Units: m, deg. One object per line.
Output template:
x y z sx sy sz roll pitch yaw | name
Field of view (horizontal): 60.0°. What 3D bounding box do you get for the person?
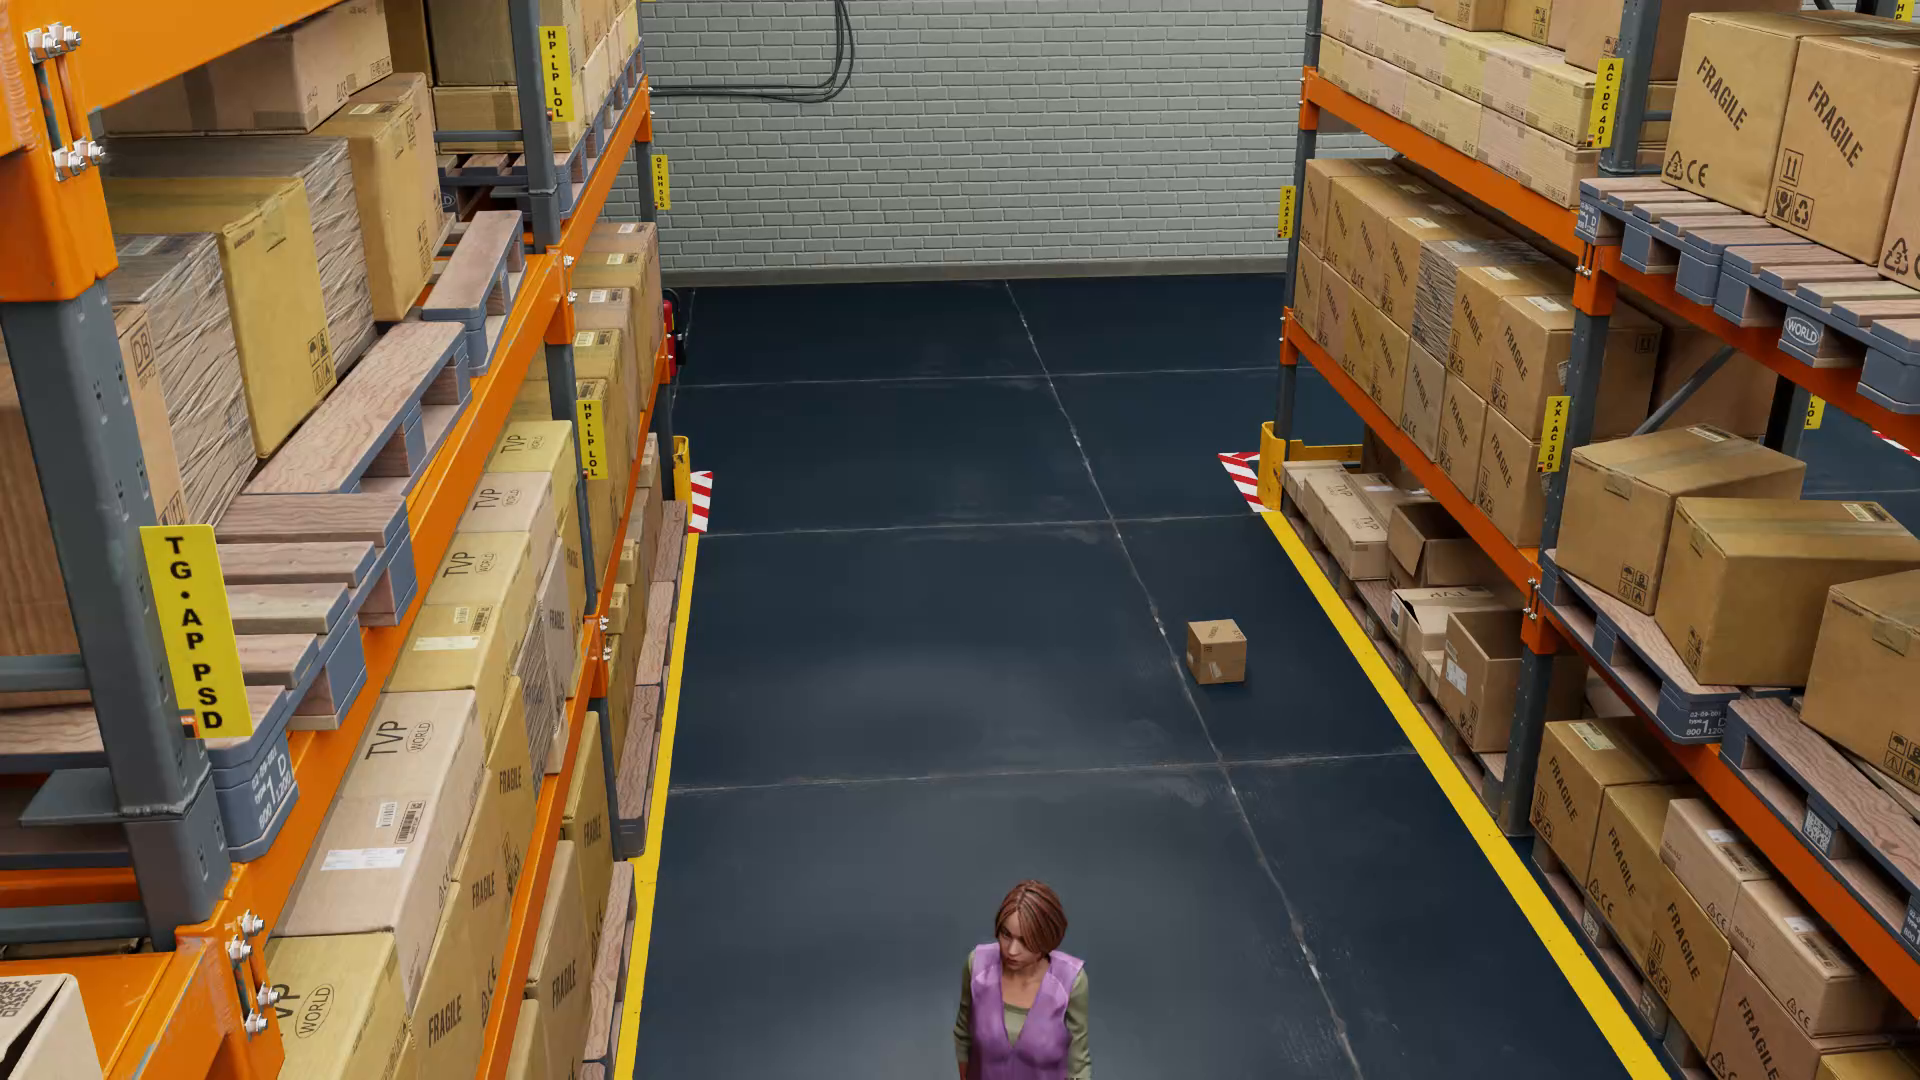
0.172 1.701 4.796 0.413 1.625 0.458 4 24 8 | person
